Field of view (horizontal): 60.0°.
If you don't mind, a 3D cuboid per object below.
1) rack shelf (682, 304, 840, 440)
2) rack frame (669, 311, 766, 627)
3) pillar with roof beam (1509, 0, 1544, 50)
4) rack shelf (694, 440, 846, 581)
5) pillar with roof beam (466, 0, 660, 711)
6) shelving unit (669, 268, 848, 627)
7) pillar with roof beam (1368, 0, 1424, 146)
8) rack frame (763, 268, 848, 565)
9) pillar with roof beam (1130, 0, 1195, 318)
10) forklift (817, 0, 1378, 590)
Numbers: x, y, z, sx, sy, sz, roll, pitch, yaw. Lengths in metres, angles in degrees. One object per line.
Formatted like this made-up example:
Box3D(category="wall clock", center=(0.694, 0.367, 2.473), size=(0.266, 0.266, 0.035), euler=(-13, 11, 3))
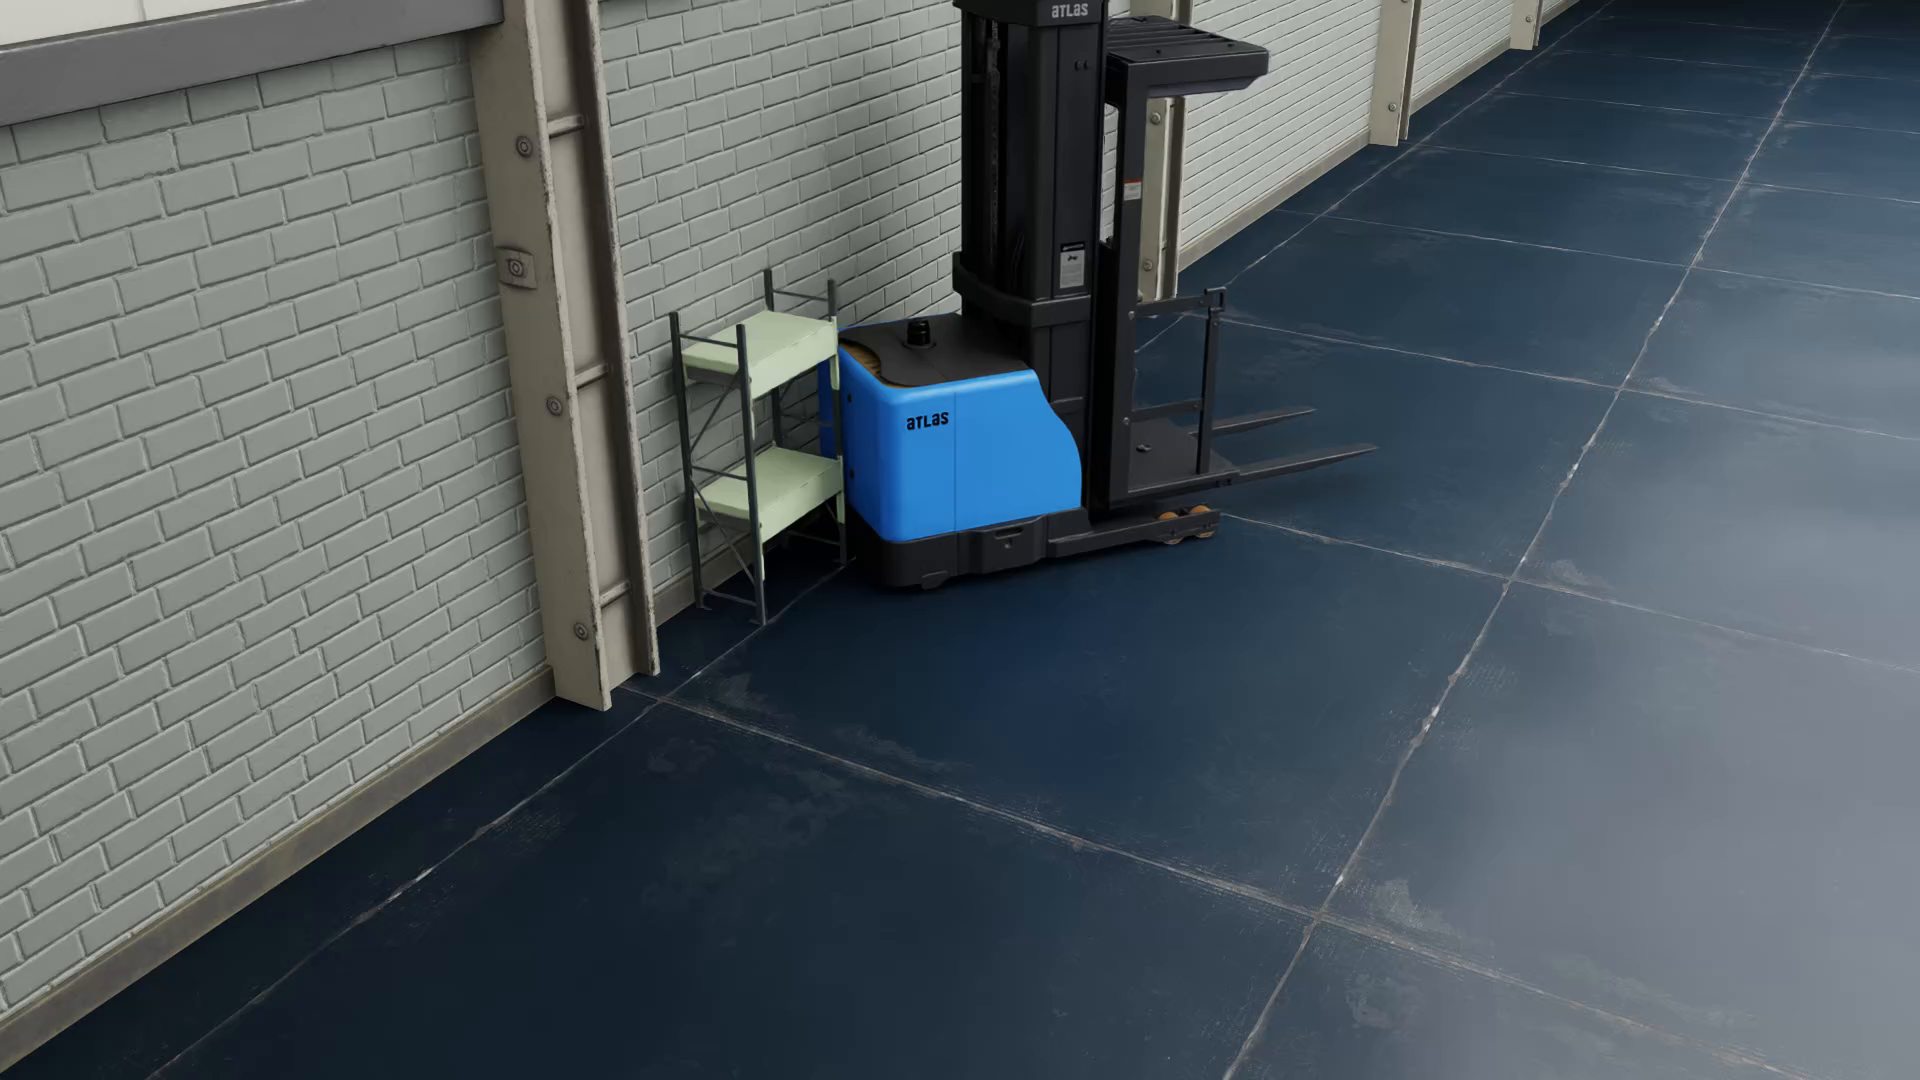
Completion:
Box3D(category="rack shelf", center=(-0.939, -0.799, 7.791), size=(0.431, 0.370, 0.720), euler=(13, 29, 26))
Box3D(category="rack frame", center=(-1.112, -0.306, 7.677), size=(0.400, 1.500, 0.023), euler=(13, 29, 26))
Box3D(category="pillar with roof beam", center=(11.013, -9.453, 17.581), size=(9.100, 9.000, 0.400), euler=(14, 30, 26))
Box3D(category="rack shelf", center=(-0.932, -0.156, 8.108), size=(0.431, 0.370, 0.720), euler=(13, 29, 26))
Box3D(category="pillar with roof beam", center=(2.158, -2.438, 3.568), size=(9.100, 9.000, 0.400), euler=(14, 30, 26))
Box3D(category="shelving unit", center=(-0.935, -0.449, 7.964), size=(0.431, 1.500, 0.755), euler=(13, 29, 26))
Box3D(category="pillar with roof beam", center=(8.062, -7.115, 12.910), size=(9.100, 9.000, 0.400), euler=(14, 30, 26))
Box3D(category="rack frame", center=(-0.759, -0.592, 8.250), size=(0.400, 1.500, 0.023), euler=(13, 29, 26))
Box3D(category="pillar with roof beam", center=(5.110, -4.777, 8.239), size=(9.100, 9.000, 0.400), euler=(14, 30, 26))
Box3D(category="forklift", center=(0.816, -1.490, 8.452), size=(3.031, 2.935, 1.130), euler=(-11, 29, -21))
